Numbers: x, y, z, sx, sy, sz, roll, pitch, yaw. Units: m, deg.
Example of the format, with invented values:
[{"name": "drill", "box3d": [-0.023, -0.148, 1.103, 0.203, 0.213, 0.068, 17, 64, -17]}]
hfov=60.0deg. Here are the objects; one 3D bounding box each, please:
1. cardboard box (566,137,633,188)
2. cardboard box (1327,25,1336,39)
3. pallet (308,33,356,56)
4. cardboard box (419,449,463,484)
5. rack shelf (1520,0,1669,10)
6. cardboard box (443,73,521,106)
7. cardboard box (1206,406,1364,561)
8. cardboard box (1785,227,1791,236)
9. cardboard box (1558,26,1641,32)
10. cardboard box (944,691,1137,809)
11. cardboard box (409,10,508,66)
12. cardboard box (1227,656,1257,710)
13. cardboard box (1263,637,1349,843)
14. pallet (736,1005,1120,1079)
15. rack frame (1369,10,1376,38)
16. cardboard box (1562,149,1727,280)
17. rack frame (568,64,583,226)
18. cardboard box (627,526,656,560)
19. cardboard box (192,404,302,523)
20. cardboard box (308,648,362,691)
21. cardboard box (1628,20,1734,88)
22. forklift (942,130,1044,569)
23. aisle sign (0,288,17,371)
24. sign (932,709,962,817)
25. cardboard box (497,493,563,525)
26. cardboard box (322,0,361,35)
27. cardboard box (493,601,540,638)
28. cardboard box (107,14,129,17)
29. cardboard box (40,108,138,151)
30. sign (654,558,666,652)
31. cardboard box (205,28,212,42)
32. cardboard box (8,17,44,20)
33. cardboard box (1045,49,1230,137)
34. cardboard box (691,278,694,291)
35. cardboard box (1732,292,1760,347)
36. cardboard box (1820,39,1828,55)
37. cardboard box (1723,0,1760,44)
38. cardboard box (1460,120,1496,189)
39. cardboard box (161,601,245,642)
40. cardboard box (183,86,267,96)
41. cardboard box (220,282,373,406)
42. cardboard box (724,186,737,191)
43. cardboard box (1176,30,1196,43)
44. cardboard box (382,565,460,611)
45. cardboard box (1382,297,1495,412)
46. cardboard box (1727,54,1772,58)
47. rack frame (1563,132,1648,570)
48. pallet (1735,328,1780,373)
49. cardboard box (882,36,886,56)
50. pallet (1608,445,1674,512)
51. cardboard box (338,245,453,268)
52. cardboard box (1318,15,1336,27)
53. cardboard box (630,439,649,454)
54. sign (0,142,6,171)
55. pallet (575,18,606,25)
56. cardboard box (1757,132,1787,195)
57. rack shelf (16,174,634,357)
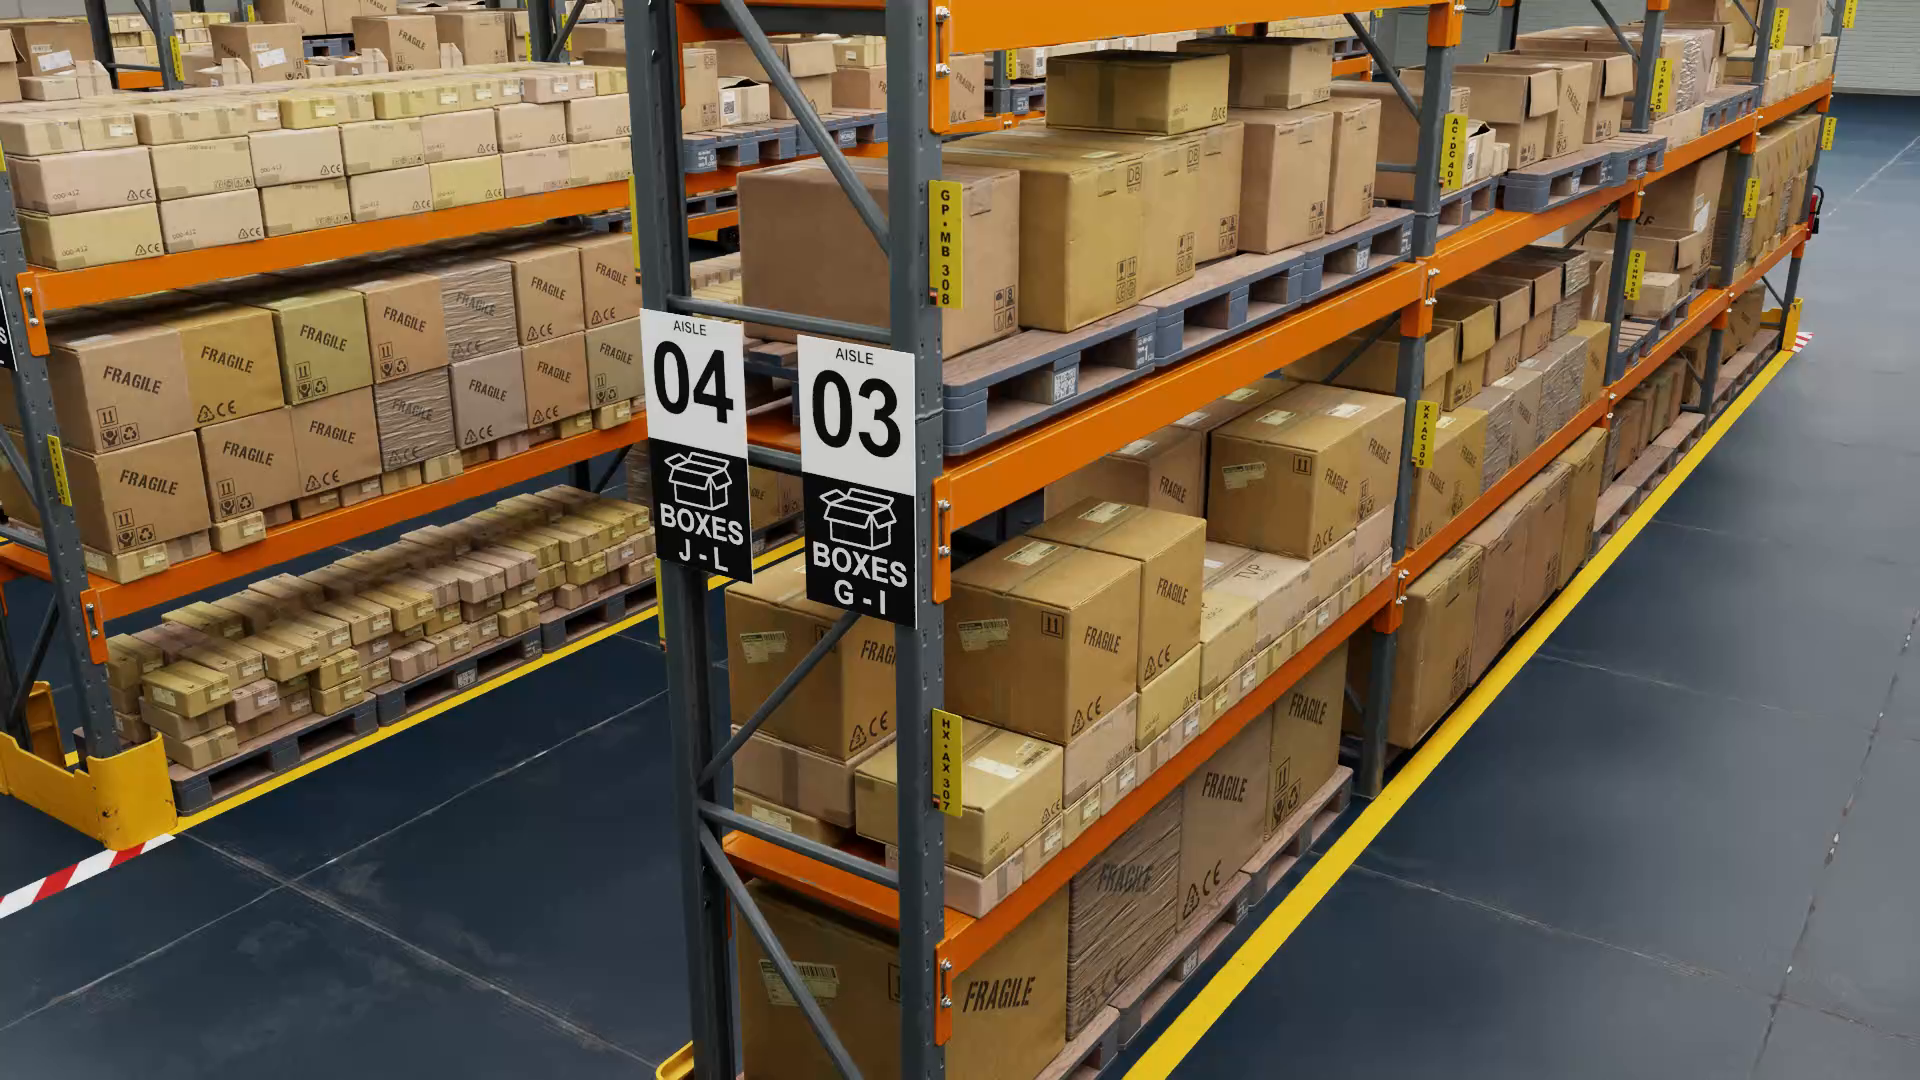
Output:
[{"name": "cardboard box", "box3d": [-2.342, -2.305, 10.066, 0.500, 0.250, 0.500, 14, 24, 33]}, {"name": "cardboard box", "box3d": [3.978, -5.685, 18.598, 0.380, 0.149, 0.250, 13, 24, 31]}, {"name": "pallet", "box3d": [-7.365, -6.065, 20.287, 1.003, 0.211, 1.213, 15, 25, 34]}, {"name": "cardboard box", "box3d": [-3.076, -0.454, 9.532, 0.380, 0.149, 0.250, 14, 24, 33]}, {"name": "rack shelf", "box3d": [5.129, -4.176, 12.198, 1.077, 0.370, 4.000, 13, 24, 32]}, {"name": "cardboard box", "box3d": [-2.727, -2.569, 9.483, 0.380, 0.149, 0.250, 14, 25, 34]}, {"name": "cardboard box", "box3d": [1.434, -0.260, 7.350, 0.500, 0.500, 0.500, 14, 24, 32]}, {"name": "cardboard box", "box3d": [8.273, -3.216, 16.997, 0.380, 0.149, 0.250, 13, 24, 32]}, {"name": "cardboard box", "box3d": [4.636, -3.476, 12.150, 0.500, 0.500, 0.500, 14, 24, 33]}, {"name": "cardboard box", "box3d": [0.287, 0.677, 5.898, 0.500, 0.250, 0.500, 13, 24, 31]}, {"name": "cardboard box", "box3d": [-4.591, -4.576, 15.239, 0.700, 0.500, 0.500, 12, 23, 29]}, {"name": "cardboard box", "box3d": [0.989, 0.545, 6.831, 0.380, 0.149, 0.250, 14, 24, 33]}, {"name": "cardboard box", "box3d": [1.319, 0.807, 8.216, 0.875, 0.875, 0.875, 13, 24, 32]}, {"name": "pallet", "box3d": [-0.108, 2.045, 6.433, 1.003, 0.211, 1.213, 13, 24, 32]}, {"name": "rack frame", "box3d": [4.456, -7.419, 19.351, 1.000, 3.000, 0.127, 13, 24, 32]}, {"name": "cardboard box", "box3d": [5.691, -2.739, 13.876, 1.000, 1.000, 1.000, 13, 24, 32]}, {"name": "rack frame", "box3d": [-4.191, -3.246, 16.718, 1.000, 3.000, 0.127, 13, 24, 32]}, {"name": "cardboard box", "box3d": [-2.203, -0.009, 11.042, 0.380, 0.149, 0.250, 14, 24, 33]}, {"name": "cardboard box", "box3d": [-3.777, -0.435, 8.543, 0.500, 0.500, 0.500, 13, 24, 32]}, {"name": "cardboard box", "box3d": [-3.532, 0.678, 9.183, 0.380, 0.149, 0.250, 14, 25, 33]}, {"name": "cardboard box", "box3d": [5.907, -3.998, 13.672, 0.797, 0.503, 0.637, 12, 23, 29]}, {"name": "forklift", "box3d": [0.440, -1.221, 11.341, 1.130, 2.935, 3.031, -19, 28, -41]}, {"name": "aisle sign", "box3d": [-4.331, -1.154, 7.315, 0.394, 0.787, 0.004, 13, 24, 32]}, {"name": "sign", "box3d": [-0.037, 0.648, 4.826, 0.100, 0.325, 0.005, 13, 24, 32]}, {"name": "cardboard box", "box3d": [-2.858, -0.175, 11.062, 0.380, 0.149, 0.250, 15, 25, 34]}, {"name": "cardboard box", "box3d": [-7.489, -6.235, 19.581, 0.700, 0.500, 0.500, 13, 24, 31]}, {"name": "cardboard box", "box3d": [-2.810, 0.454, 10.219, 0.380, 0.149, 0.250, 13, 24, 32]}, {"name": "cardboard box", "box3d": [-9.149, -5.600, 17.970, 0.380, 0.149, 0.250, 14, 25, 34]}, {"name": "cardboard box", "box3d": [-4.009, -1.891, 7.650, 0.380, 0.149, 0.250, 14, 25, 34]}, {"name": "sign", "box3d": [-0.934, 0.218, 5.342, 0.100, 0.325, 0.005, 13, 24, 32]}, {"name": "cardboard box", "box3d": [-8.299, -5.588, 18.366, 0.380, 0.149, 0.250, 14, 24, 33]}, {"name": "cardboard box", "box3d": [-9.630, -5.294, 17.114, 0.380, 0.149, 0.250, 14, 24, 33]}, {"name": "cardboard box", "box3d": [0.651, -1.645, 6.091, 0.500, 0.250, 0.500, 12, 24, 30]}, {"name": "cardboard box", "box3d": [-2.075, -1.751, 11.574, 0.380, 0.149, 0.250, 12, 24, 30]}, {"name": "cardboard box", "box3d": [7.829, -2.280, 17.102, 0.500, 0.500, 0.500, -17, 26, -38]}, {"name": "cardboard box", "box3d": [8.297, -4.840, 16.345, 0.380, 0.149, 0.250, 12, 23, 30]}, {"name": "cardboard box", "box3d": [7.444, -5.064, 16.013, 0.500, 0.500, 0.500, 13, 24, 32]}, {"name": "cardboard box", "box3d": [2.447, -2.025, 8.616, 0.500, 0.311, 0.500, 12, 24, 30]}, {"name": "cardboard box", "box3d": [-4.221, 0.485, 9.276, 0.380, 0.149, 0.250, 13, 24, 31]}, {"name": "cardboard box", "box3d": [-3.848, -2.287, 8.720, 0.380, 0.149, 0.250, 14, 24, 33]}, {"name": "cardboard box", "box3d": [-3.477, -1.038, 8.733, 0.500, 0.500, 0.500, 13, 24, 31]}, {"name": "cardboard box", "box3d": [-2.589, -3.982, 18.463, 0.380, 0.149, 0.250, 13, 24, 32]}, {"name": "cardboard box", "box3d": [1.943, -4.804, 16.072, 0.500, 0.250, 0.500, 14, 24, 32]}, {"name": "cardboard box", "box3d": [-3.177, 0.290, 9.803, 0.380, 0.149, 0.250, 13, 24, 32]}, {"name": "cardboard box", "box3d": [2.504, -1.063, 9.225, 0.797, 0.503, 0.637, 14, 24, 32]}, {"name": "cardboard box", "box3d": [6.784, -4.108, 14.364, 0.380, 0.149, 0.250, 12, 23, 29]}, {"name": "rack frame", "box3d": [4.005, -1.314, 11.493, 1.000, 3.000, 0.127, 13, 24, 32]}, {"name": "pallet", "box3d": [7.973, -2.053, 17.511, 1.003, 0.211, 1.213, 13, 24, 32]}, {"name": "cardboard box", "box3d": [-0.786, -3.913, 12.947, 0.396, 0.266, 0.258, 13, 24, 32]}, {"name": "pallet", "box3d": [5.132, -0.578, 13.524, 1.003, 0.211, 1.213, 13, 24, 32]}, {"name": "cardboard box", "box3d": [-3.332, -1.445, 9.835, 0.500, 0.500, 0.500, 14, 24, 33]}, {"name": "cardboard box", "box3d": [3.848, -5.843, 18.452, 0.500, 0.250, 0.500, 13, 24, 32]}, {"name": "cardboard box", "box3d": [-2.080, -0.802, 12.025, 0.500, 0.250, 0.500, 13, 24, 30]}, {"name": "sign", "box3d": [-4.089, -1.726, 7.023, 0.100, 0.325, 0.005, 13, 24, 32]}, {"name": "pallet", "box3d": [-5.592, -6.976, 22.605, 1.003, 0.211, 1.213, 13, 24, 32]}, {"name": "cardboard box", "box3d": [7.278, -3.483, 15.344, 0.500, 0.500, 0.500, 13, 24, 32]}, {"name": "rack shelf", "box3d": [-3.414, -1.658, 9.137, 1.077, 0.370, 4.000, 13, 24, 32]}]
